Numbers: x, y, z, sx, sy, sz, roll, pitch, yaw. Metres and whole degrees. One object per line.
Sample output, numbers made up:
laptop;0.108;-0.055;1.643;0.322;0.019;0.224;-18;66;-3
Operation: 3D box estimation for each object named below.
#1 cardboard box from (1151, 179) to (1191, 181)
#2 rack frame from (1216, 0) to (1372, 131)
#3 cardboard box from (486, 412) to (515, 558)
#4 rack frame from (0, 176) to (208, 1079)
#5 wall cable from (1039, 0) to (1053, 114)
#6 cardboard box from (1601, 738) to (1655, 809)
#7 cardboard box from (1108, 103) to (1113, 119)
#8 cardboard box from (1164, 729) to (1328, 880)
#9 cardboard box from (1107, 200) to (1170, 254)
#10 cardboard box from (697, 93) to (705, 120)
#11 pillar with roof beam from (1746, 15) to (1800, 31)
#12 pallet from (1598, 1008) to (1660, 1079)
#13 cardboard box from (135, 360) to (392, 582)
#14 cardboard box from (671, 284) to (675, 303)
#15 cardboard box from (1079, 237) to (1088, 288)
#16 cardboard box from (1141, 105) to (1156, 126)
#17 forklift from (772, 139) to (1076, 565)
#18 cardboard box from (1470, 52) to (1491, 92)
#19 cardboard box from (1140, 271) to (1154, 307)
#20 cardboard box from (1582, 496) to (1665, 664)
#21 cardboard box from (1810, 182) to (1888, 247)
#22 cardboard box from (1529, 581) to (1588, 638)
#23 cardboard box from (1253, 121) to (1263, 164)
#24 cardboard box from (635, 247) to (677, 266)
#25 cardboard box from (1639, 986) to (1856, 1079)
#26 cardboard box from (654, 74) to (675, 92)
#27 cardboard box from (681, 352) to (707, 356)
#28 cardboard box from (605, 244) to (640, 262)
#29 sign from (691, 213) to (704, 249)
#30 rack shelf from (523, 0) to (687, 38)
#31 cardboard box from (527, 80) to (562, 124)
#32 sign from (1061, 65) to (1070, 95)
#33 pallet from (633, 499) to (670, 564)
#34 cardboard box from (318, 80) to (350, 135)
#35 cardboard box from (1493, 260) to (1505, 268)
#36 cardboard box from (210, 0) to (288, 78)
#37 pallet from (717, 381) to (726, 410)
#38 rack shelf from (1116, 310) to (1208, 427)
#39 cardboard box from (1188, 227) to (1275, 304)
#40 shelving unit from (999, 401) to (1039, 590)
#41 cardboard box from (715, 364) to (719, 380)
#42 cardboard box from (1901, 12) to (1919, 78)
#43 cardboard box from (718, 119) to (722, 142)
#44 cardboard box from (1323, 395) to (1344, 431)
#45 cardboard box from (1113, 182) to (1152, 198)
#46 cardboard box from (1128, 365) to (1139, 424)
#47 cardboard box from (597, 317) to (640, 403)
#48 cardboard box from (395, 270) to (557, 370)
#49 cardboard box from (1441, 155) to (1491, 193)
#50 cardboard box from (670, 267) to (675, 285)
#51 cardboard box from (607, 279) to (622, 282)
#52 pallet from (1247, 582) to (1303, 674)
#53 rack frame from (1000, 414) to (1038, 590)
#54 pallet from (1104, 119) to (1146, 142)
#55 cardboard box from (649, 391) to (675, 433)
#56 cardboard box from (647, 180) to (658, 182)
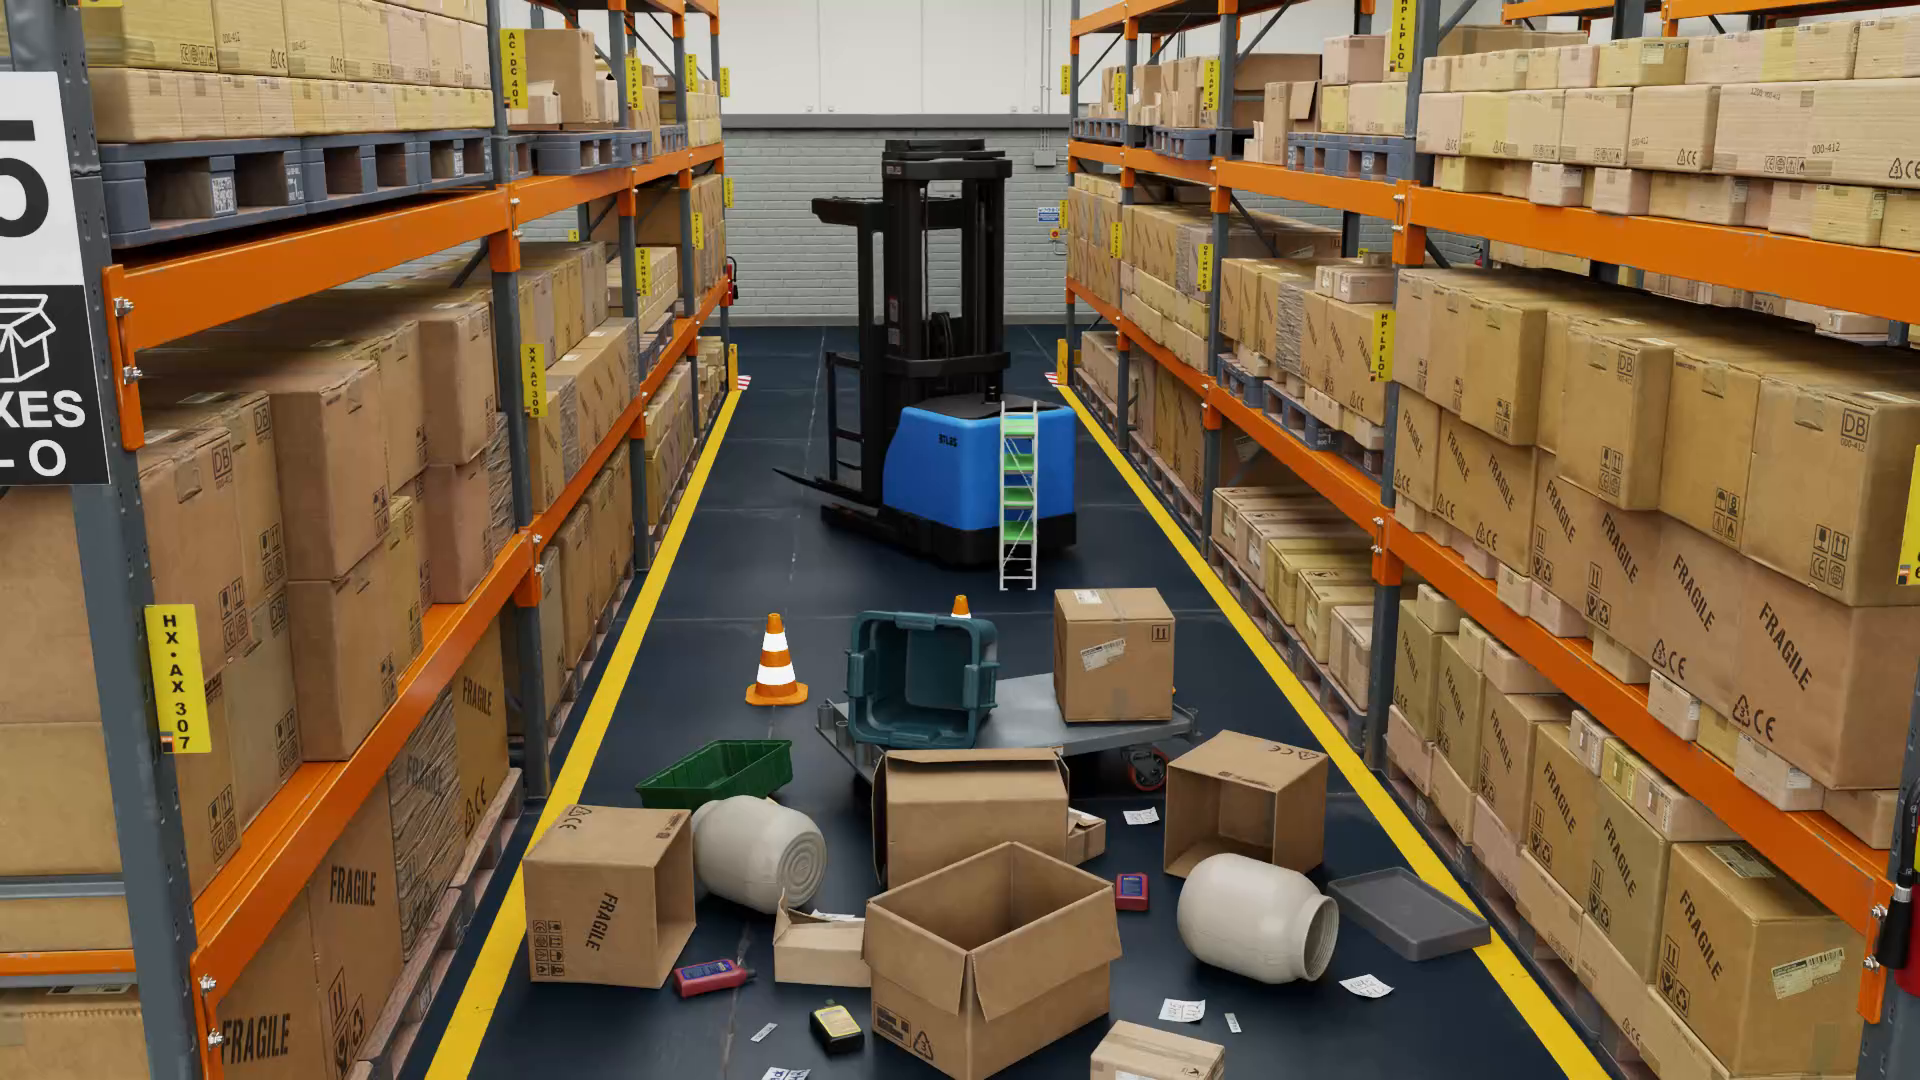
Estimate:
cardboard box;2.167;-3.638;17.136;0.380;0.149;0.250;-1;14;-3
rack frame;2.251;-4.240;10.946;1.000;3.000;0.127;-1;14;-3
cardboard box;-2.401;-0.219;7.058;0.875;0.550;0.550;-1;14;-3
rack frame;-2.188;0.757;3.566;1.000;3.000;0.127;-1;14;-3
wall cable;1.121;-7.640;24.160;0.463;3.000;0.029;-1;14;-3
cardboard box;2.334;0.758;5.430;0.380;0.149;0.250;-1;14;-3
cardboard box;1.627;-4.132;16.007;0.380;0.149;0.250;-1;14;-2
cardboard box;1.207;1.157;7.021;0.500;0.500;0.500;10;18;35
cardboard box;1.698;-2.975;15.863;0.500;0.500;0.500;-1;14;-4
cardboard box;-2.765;-4.223;16.197;0.500;0.250;0.500;-1;14;-2
pillar with roof beam;3.516;-5.433;15.583;9.100;9.000;0.400;-1;14;-3
pallet;2.726;1.784;5.169;1.003;0.211;1.213;-1;14;-3
cardboard box;-2.198;-0.209;4.850;0.875;0.550;0.550;-1;14;-3
cardboard box;-2.692;-2.149;14.521;0.380;0.149;0.250;-1;14;-3
cardboard box;1.571;-2.997;17.953;0.500;0.500;0.500;-1;14;-4
cardboard box;1.732;-3.552;13.919;0.380;0.166;0.250;-2;15;-7
forklift;-0.424;-1.553;12.680;1.130;2.935;3.031;-10;18;-35
cardboard box;2.245;-1.844;6.556;0.380;0.149;0.250;-1;14;-5
cardboard box;1.814;-2.130;14.083;0.500;0.250;0.500;-1;14;-3
cardboard box;2.384;0.083;5.388;0.500;0.500;0.500;-1;14;-4
cardboard box;2.397;-0.822;4.185;0.380;0.149;0.250;-1;14;-3
cardboard box;2.311;0.246;6.056;0.380;0.149;0.250;-1;14;-4
cardboard box;2.116;-2.578;10.775;0.396;0.266;0.258;-1;14;-3
cardboard box;-2.712;-2.501;14.694;0.380;0.149;0.250;0;14;-1
cardboard box;2.426;1.580;5.040;0.500;0.250;0.500;-1;14;-4
cardboard box;-2.708;-4.119;14.994;0.380;0.149;0.250;-1;14;-4
cardboard box;-2.862;-1.881;17.503;0.380;0.149;0.250;-1;14;-5
cardboard box;-3.243;-2.536;15.567;0.500;0.500;0.500;-1;14;-3
sign;-2.378;-2.798;15.058;0.100;0.325;0.005;-1;14;-3
rack shelf;-2.808;-4.094;12.624;1.077;0.370;4.000;-1;14;-3
cardboard box;-2.340;-2.346;8.832;0.396;0.266;0.258;-1;14;-3
sign;1.201;-5.231;18.907;0.100;0.325;0.005;-1;14;-3
pallet;-2.731;-0.077;12.402;1.003;0.211;1.213;-1;14;-3
cardboard box;-1.967;-1.230;4.730;0.380;0.149;0.250;-1;14;-4
cardboard box;6.455;-3.194;19.425;0.380;0.149;0.250;-1;14;-4
cardboard box;-1.994;-1.270;4.082;0.500;0.250;0.500;-1;14;-4
pallet;-3.160;-1.651;18.519;1.003;0.211;1.213;-1;14;-3
rack shelf;2.127;-1.484;13.717;1.077;0.370;4.000;-1;14;-3
cardboard box;1.957;-1.992;12.041;0.500;0.500;0.500;-1;14;-5
shelving unit;0.398;-0.307;11.311;0.258;1.200;0.503;0;14;1
cardboard box;-2.783;-1.805;17.803;0.380;0.149;0.250;-1;14;-3
cardboard box;2.431;-1.142;3.828;0.380;0.149;0.250;-1;14;-3
cardboard box;-2.887;-4.494;18.253;0.500;0.250;0.500;-1;14;-5
cardboard box;2.141;-0.675;8.790;0.380;0.149;0.250;-1;14;-4
cardboard box;1.719;-3.440;16.368;0.380;0.149;0.250;-1;14;-4
cardboard box;2.071;-1.450;16.440;0.875;0.438;0.875;-1;14;-4
cardboard box;-2.388;-1.174;10.867;0.500;0.500;0.500;-1;14;-3
cardboard box;-2.537;-1.148;8.761;0.700;0.500;0.500;-1;14;-3
cardboard box;2.231;-1.524;6.912;0.380;0.149;0.250;-1;14;-3
cardboard box;-2.692;-2.292;14.480;0.380;0.149;0.250;-1;14;-3
cardboard box;-2.538;-1.788;11.922;0.380;0.149;0.250;-1;14;-5
pallet;2.370;0.513;10.109;1.003;0.211;1.213;-1;14;-3
rack frame;0.392;-0.246;11.074;0.240;1.200;0.015;0;14;1
pallet;1.963;-3.943;15.989;1.003;0.211;1.213;-1;14;-3
cardboard box;-2.534;-1.014;13.115;0.500;0.250;0.500;-1;14;-3
cardboard box;-3.334;-3.402;16.924;0.500;0.500;0.500;-1;14;-5
